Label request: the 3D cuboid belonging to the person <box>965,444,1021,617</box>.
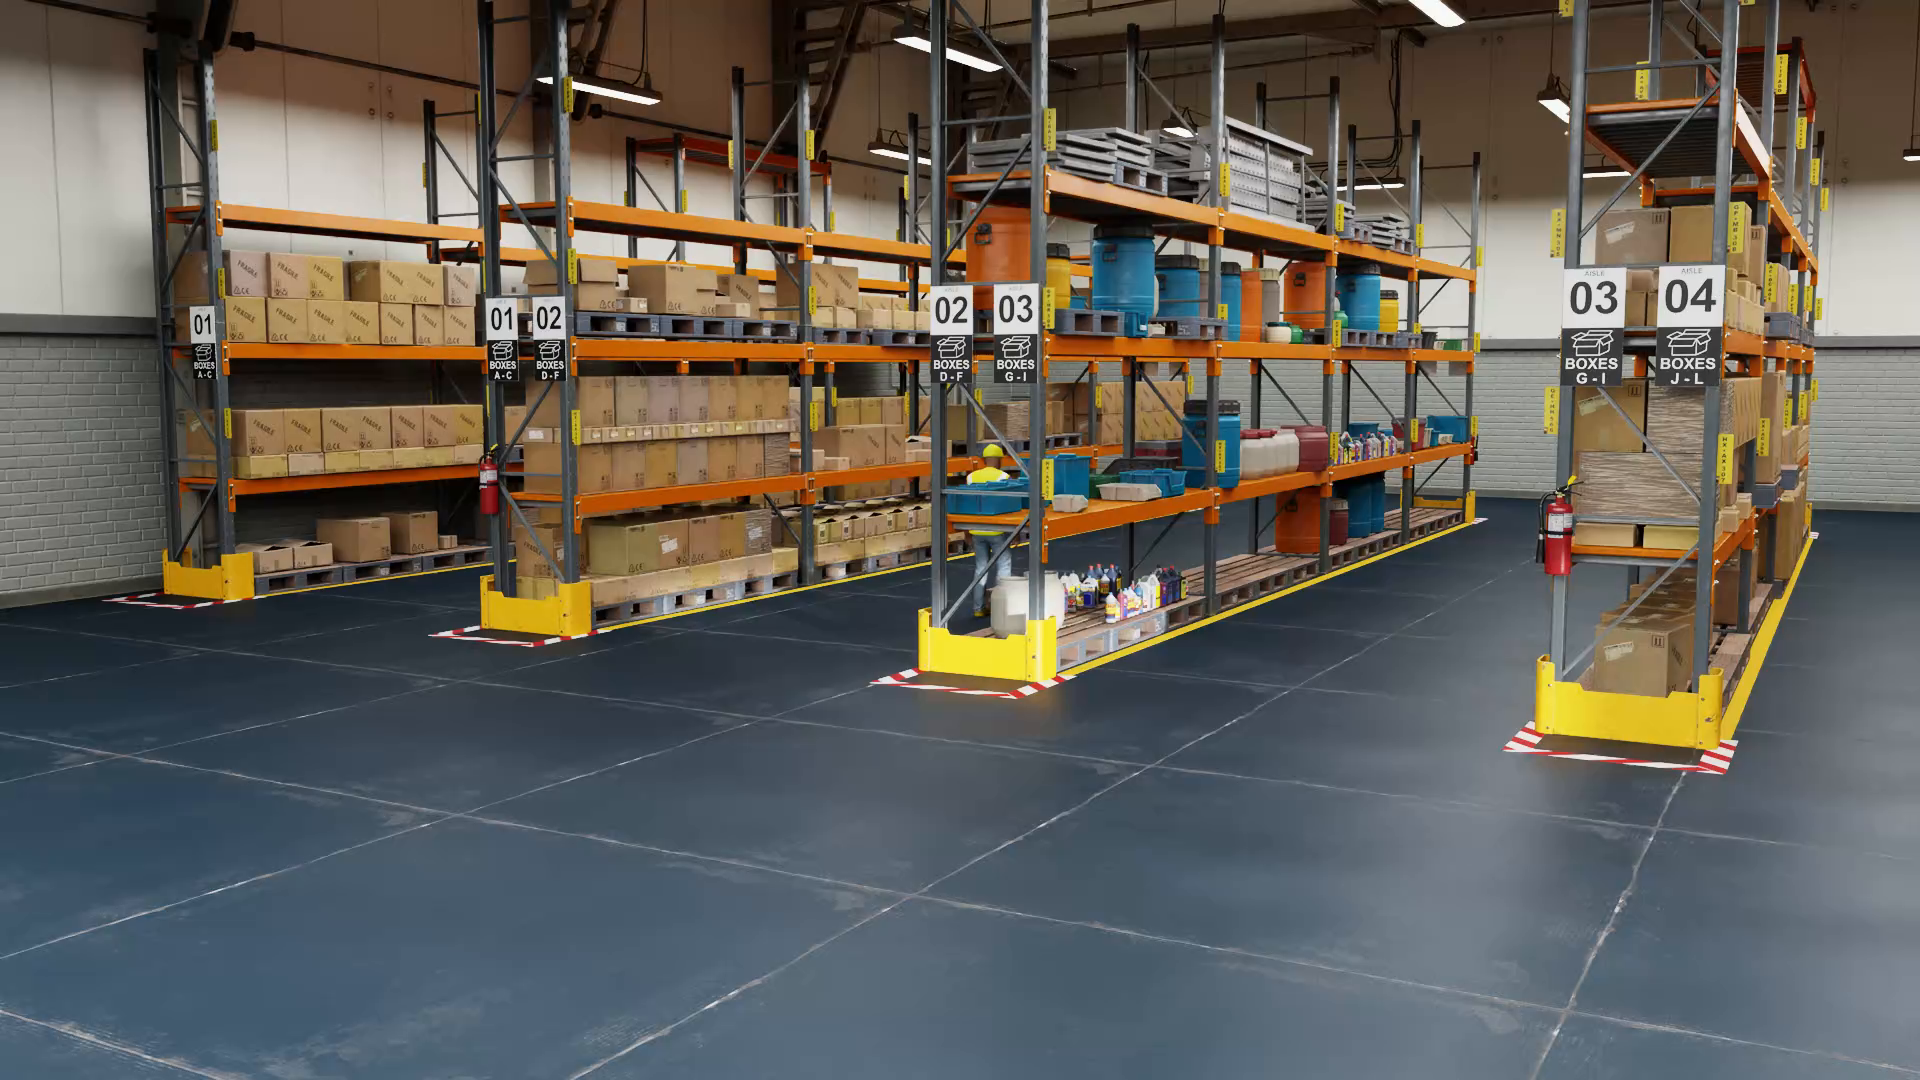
[{"bbox_3d":[0.329,-0.095,16.974,0.631,1.760,0.463,3,7,28],"label":"person"}]
